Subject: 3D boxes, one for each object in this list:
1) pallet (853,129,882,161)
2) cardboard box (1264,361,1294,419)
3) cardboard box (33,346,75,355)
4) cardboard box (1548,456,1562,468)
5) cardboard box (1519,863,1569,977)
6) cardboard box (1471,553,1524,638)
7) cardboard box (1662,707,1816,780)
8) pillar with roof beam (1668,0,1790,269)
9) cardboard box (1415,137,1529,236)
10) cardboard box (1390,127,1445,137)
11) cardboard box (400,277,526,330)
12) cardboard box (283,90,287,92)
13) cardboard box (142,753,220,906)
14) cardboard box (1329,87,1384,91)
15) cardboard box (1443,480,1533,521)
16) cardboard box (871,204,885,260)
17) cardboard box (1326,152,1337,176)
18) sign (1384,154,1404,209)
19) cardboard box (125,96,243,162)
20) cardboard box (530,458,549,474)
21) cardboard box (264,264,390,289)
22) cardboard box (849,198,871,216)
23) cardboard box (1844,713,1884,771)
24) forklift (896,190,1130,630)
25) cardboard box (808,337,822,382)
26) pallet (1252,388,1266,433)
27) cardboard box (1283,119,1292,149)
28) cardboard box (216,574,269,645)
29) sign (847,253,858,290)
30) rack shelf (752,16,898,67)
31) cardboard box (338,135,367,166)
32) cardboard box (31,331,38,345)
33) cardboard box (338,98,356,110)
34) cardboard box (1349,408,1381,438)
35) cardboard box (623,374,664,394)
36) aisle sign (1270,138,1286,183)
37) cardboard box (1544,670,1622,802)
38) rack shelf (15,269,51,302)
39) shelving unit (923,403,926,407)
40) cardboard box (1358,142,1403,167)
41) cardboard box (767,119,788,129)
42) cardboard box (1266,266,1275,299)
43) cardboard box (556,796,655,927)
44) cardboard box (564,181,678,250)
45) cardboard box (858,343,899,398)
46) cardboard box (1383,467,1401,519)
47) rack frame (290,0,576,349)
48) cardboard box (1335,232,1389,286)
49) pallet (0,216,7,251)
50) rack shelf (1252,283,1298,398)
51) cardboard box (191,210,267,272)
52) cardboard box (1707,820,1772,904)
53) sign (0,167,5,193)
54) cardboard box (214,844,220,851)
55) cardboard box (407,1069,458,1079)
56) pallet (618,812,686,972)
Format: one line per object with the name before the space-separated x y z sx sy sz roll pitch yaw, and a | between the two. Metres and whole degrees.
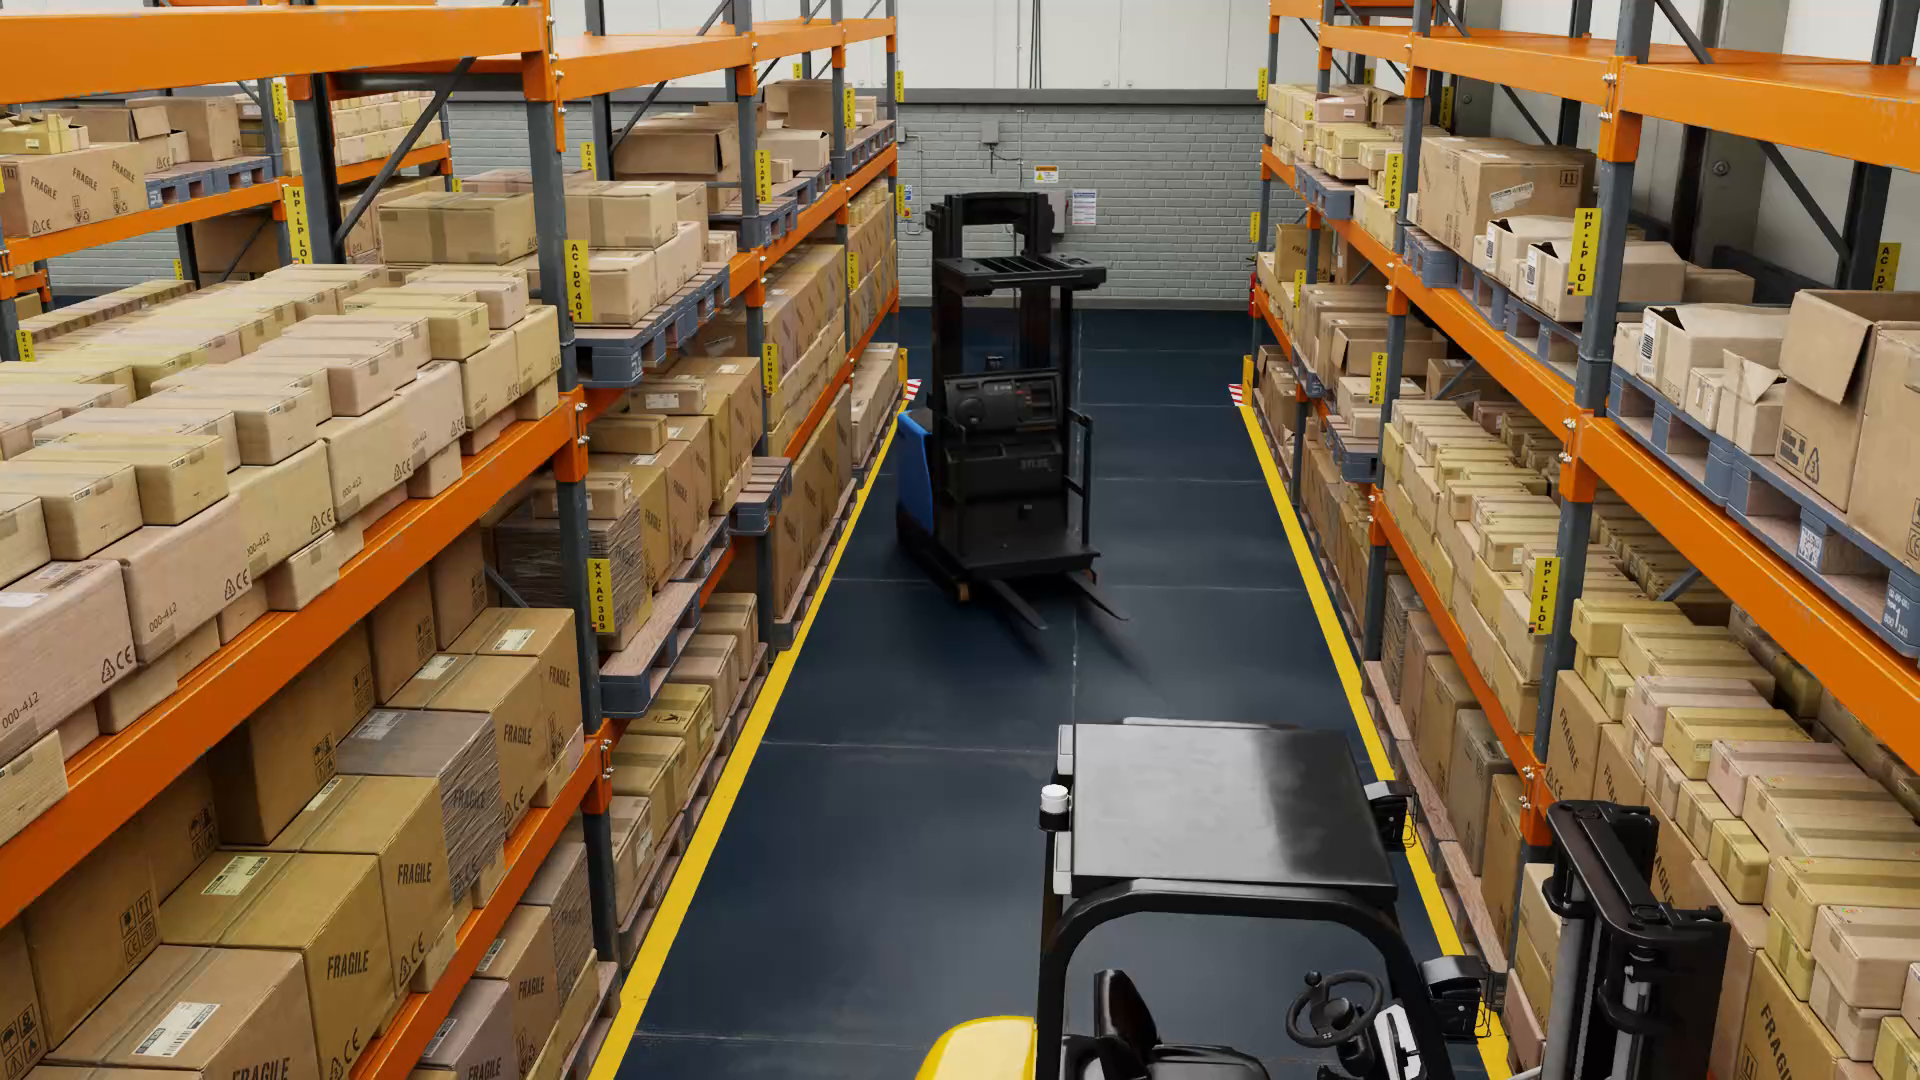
pallet | -1.324 -3.863 16.221 1.003 0.211 1.213 1 18 4
cardboard box | 3.516 -1.540 17.146 0.700 0.500 0.500 2 18 6
cardboard box | -6.472 -1.271 11.757 0.380 0.149 0.250 1 18 2
cardboard box | 3.394 -0.347 8.962 0.380 0.149 0.250 1 18 3
cardboard box | 2.547 1.521 6.599 0.500 0.250 0.500 1 18 3
cardboard box | 2.704 0.262 7.745 0.500 0.250 0.500 1 18 2
cardboard box | 2.525 0.663 5.403 0.380 0.149 0.250 1 18 3
pillar with roof beam | -0.307 -3.018 8.682 9.100 9.000 0.400 1 18 4
cardboard box | 2.886 -1.997 9.386 0.500 0.500 0.500 1 18 4
cardboard box | 3.530 -3.098 12.834 0.380 0.149 0.250 2 18 5
cardboard box | -1.804 -0.863 6.044 0.380 0.149 0.250 1 18 3
cardboard box | -6.613 -4.293 16.188 0.380 0.149 0.250 1 18 3
cardboard box | -2.547 0.734 4.623 0.700 0.500 0.500 1 18 3
cardboard box | 3.963 -4.408 16.702 0.500 0.250 0.500 1 18 2
cardboard box | 2.701 -0.202 8.521 0.380 0.149 0.250 1 18 2
cardboard box | -1.040 -3.142 16.927 0.500 0.500 0.500 1 18 4
cardboard box | 2.952 -2.812 12.438 0.380 0.149 0.250 2 18 5
sign | 2.640 -2.180 10.111 0.100 0.325 0.005 1 18 4
cardboard box | -6.565 -3.485 14.088 0.700 0.500 0.500 1 18 4
cardboard box | -2.213 -0.423 8.042 0.380 0.149 0.250 1 18 2
cardboard box | -2.405 -0.958 6.335 0.380 0.149 0.250 1 18 3
cardboard box | -1.074 -3.244 16.198 0.380 0.149 0.250 1 18 4
cardboard box | 3.114 0.674 5.370 0.380 0.149 0.250 1 18 3
forklift | 0.400 -1.050 12.422 1.130 2.935 3.031 -6 19 -17
cardboard box | -1.352 -1.396 12.805 0.500 0.250 0.500 2 18 5
pallet | 3.693 -1.384 17.809 1.003 0.211 1.213 1 18 4
cardboard box | 3.371 -3.866 15.851 0.500 0.250 0.500 1 18 3
cardboard box | -2.005 0.152 4.228 0.380 0.149 0.250 1 18 2
sign | -0.941 -2.352 14.550 0.100 0.325 0.005 1 18 4
rack shelf | -1.340 -4.788 15.882 1.077 0.370 4.000 1 18 4
cardboard box | -6.048 -3.736 15.932 0.500 0.250 0.500 2 18 6
cardboard box | -7.082 -1.453 12.312 0.380 0.149 0.250 2 18 6
cardboard box | -6.023 -4.201 15.906 0.380 0.149 0.250 2 18 7
cardboard box | 2.846 -0.789 11.243 0.380 0.149 0.250 2 18 5
cardboard box | -2.063 -0.698 9.922 0.500 0.500 0.500 2 18 7
aisle sign | 3.467 -4.244 17.883 0.394 0.787 0.004 1 18 4
cardboard box | 2.602 0.831 6.410 0.500 0.500 0.500 1 18 2
rack shelf | -11.224 -2.349 17.429 1.077 0.370 4.000 1 18 4
shelving unit | -0.176 -0.637 14.180 0.215 1.050 0.252 -6 19 -17
cardboard box | 3.004 -2.698 11.644 0.380 0.149 0.250 1 18 4
cardboard box | -1.757 -3.662 14.846 0.396 0.266 0.258 2 18 6
cardboard box | 3.384 -2.602 16.810 0.500 0.250 0.500 1 18 3
cardboard box | -2.022 1.523 8.004 0.950 0.372 0.625 2 18 5
cardboard box | -1.589 -1.482 7.576 0.500 0.250 0.500 1 18 3
cardboard box | -1.144 -1.865 18.239 0.875 0.438 0.875 1 18 2
cardboard box | 2.906 -0.293 10.239 0.500 0.250 0.500 1 18 4
rack frame | -2.057 -2.214 6.229 1.000 3.000 0.127 1 18 4
cardboard box | 3.840 -2.622 15.665 0.500 0.500 0.500 1 18 2
pallet | -6.708 -1.819 10.145 1.213 0.211 1.003 2 18 6
rack shelf | 3.611 -2.018 16.419 1.077 0.370 4.000 1 18 4
cardboard box | -6.664 -2.743 15.234 0.500 0.500 0.500 1 18 2
cardboard box | 2.478 0.963 4.964 0.380 0.149 0.250 1 18 3
sign | -6.162 -2.379 10.591 0.100 0.325 0.005 1 18 4
cardboard box | -2.444 1.047 5.271 0.500 0.500 0.500 1 18 5
cardboard box | -1.931 2.060 5.357 0.500 0.500 0.500 2 18 5
pallet | -2.002 1.720 8.336 1.003 0.211 1.213 1 18 4
